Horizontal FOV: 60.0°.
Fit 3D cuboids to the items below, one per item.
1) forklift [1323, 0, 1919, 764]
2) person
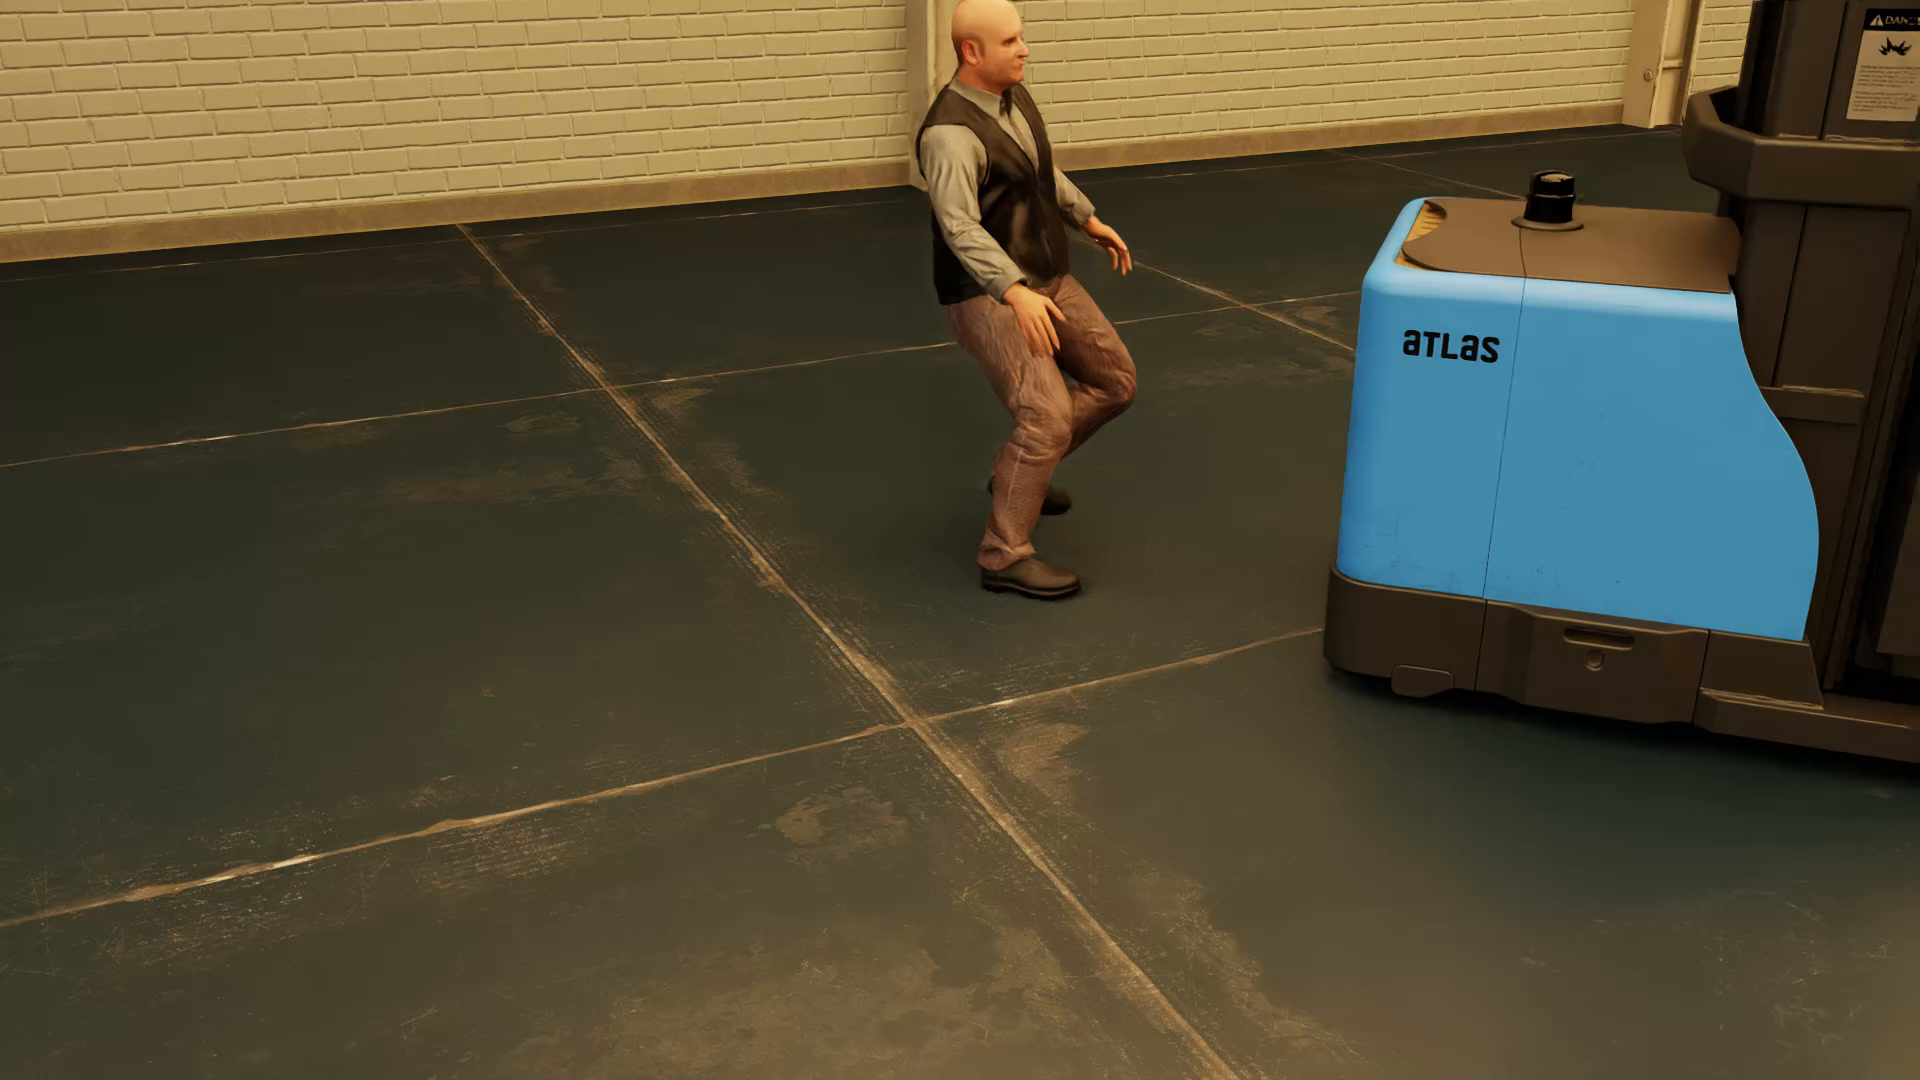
[{"bbox_3d":[2.494,-0.963,3.604,3.031,2.935,1.130,8,24,18],"label":"forklift"},{"bbox_3d":[0.181,-0.708,4.727,0.618,1.604,0.786,12,25,26],"label":"person"}]
